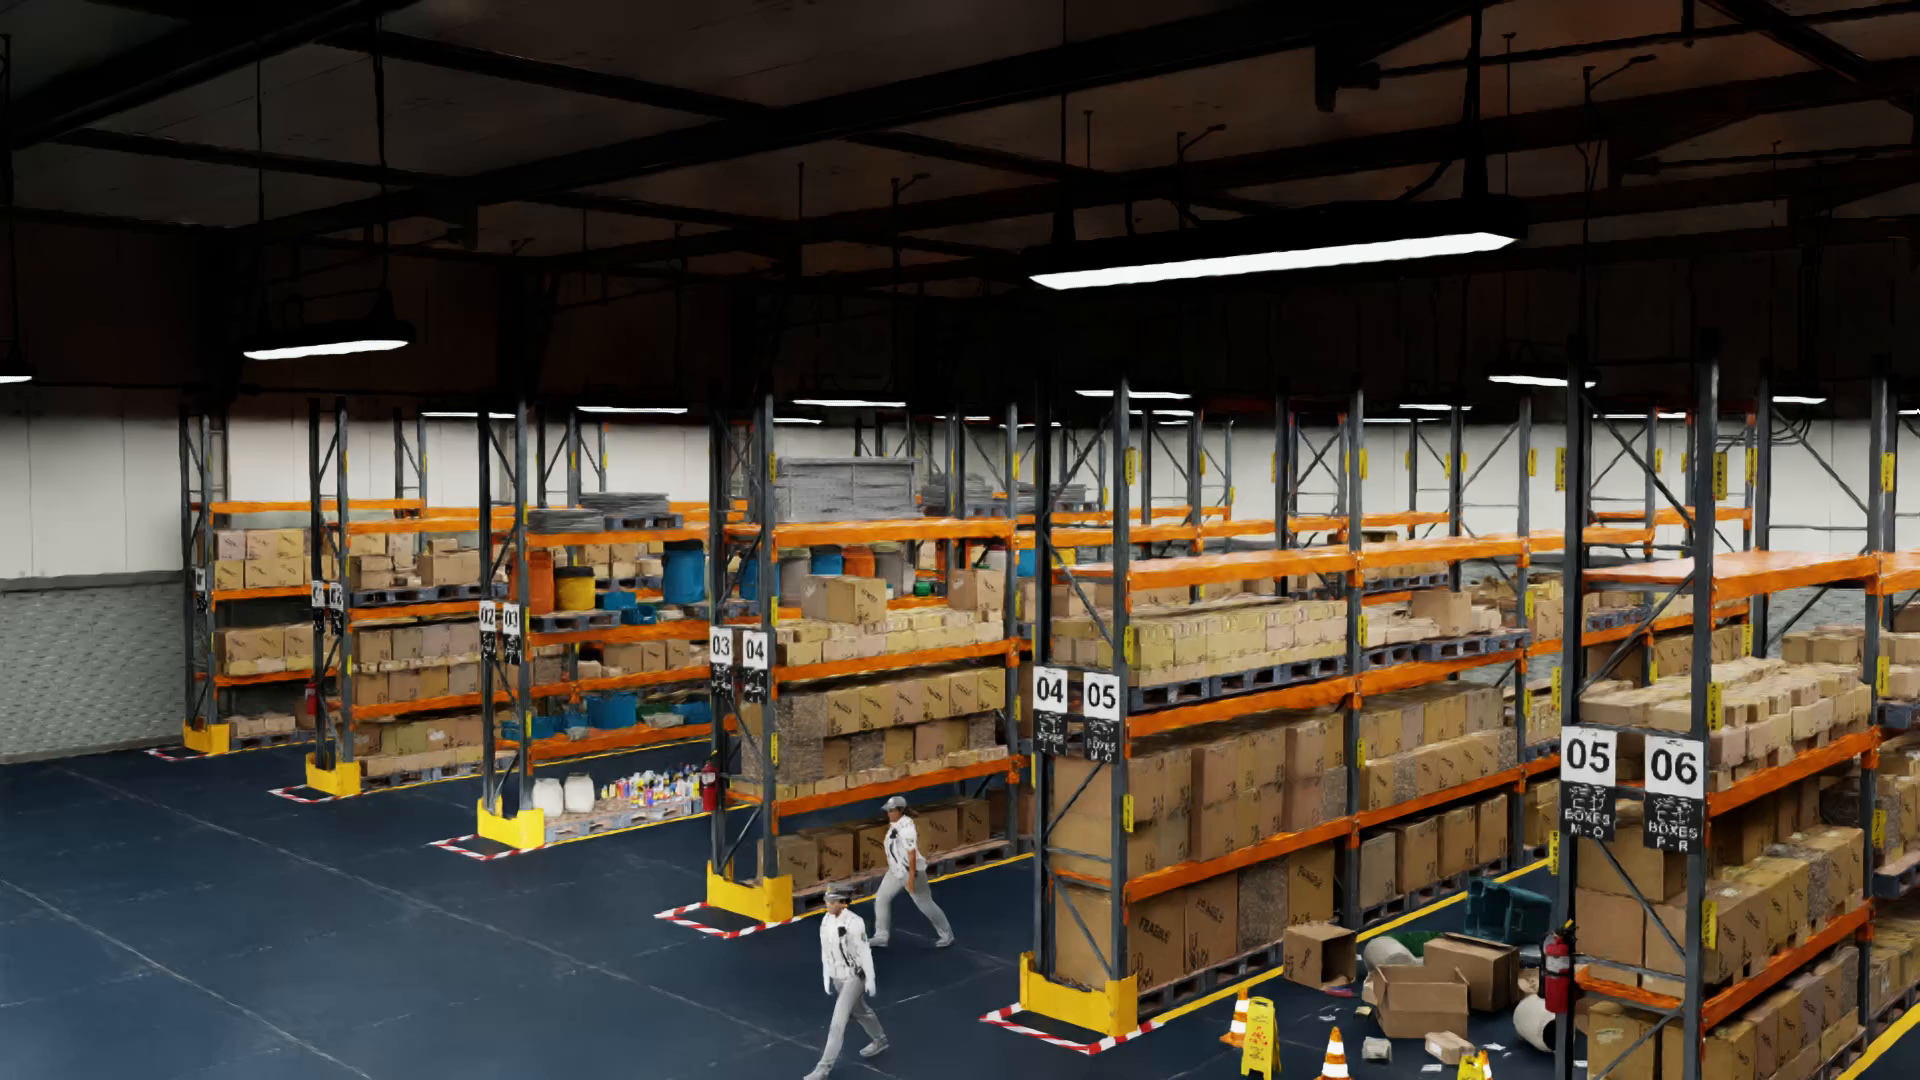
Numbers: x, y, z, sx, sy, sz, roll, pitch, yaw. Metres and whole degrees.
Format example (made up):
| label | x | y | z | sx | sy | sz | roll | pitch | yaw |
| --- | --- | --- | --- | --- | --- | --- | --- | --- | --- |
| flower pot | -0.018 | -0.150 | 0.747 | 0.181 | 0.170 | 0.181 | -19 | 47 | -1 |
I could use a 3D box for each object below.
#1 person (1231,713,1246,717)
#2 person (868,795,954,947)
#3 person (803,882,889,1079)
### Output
| label | x | y | z | sx | sy | sz | roll | pitch | yaw |
| --- | --- | --- | --- | --- | --- | --- | --- | --- | --- |
| person | 3.867 | 3.132 | 23.163 | 0.322 | 1.605 | 0.490 | 2 | 3 | 29 |
| person | -0.533 | 3.450 | 17.309 | 0.942 | 1.602 | 0.523 | -1 | 3 | -25 |
| person | -0.979 | 3.618 | 13.844 | 1.086 | 1.589 | 0.495 | -3 | 4 | -44 |
